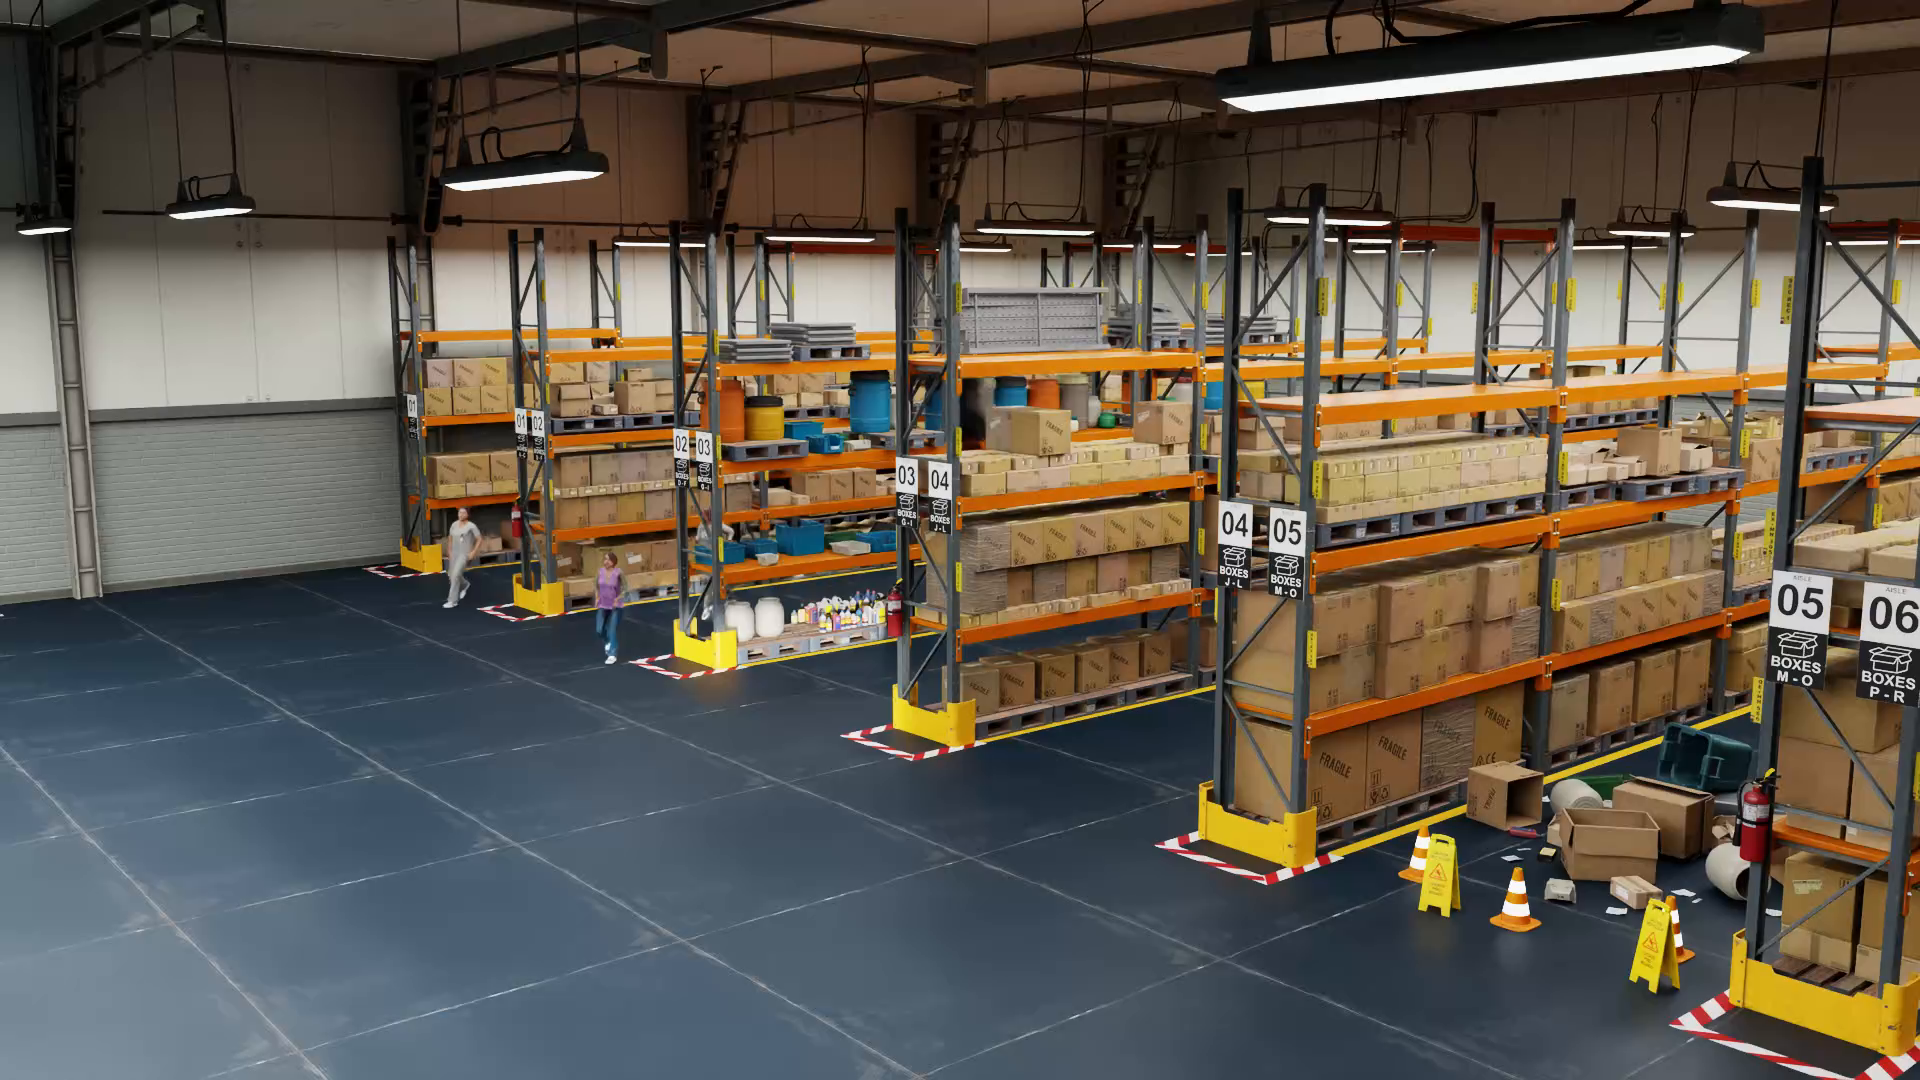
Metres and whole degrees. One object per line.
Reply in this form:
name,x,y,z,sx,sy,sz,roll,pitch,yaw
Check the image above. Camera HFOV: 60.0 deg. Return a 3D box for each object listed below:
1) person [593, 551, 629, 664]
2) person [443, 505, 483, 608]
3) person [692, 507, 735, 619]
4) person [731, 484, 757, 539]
person,-4.779,0.924,22.678,0.516,1.554,0.529,1,9,5
person,-7.983,0.245,26.819,0.604,1.634,0.741,3,9,16
person,-3.656,0.322,24.710,0.521,1.650,0.765,8,12,43
person,-4.107,-0.434,30.847,0.644,1.851,0.780,8,12,43
